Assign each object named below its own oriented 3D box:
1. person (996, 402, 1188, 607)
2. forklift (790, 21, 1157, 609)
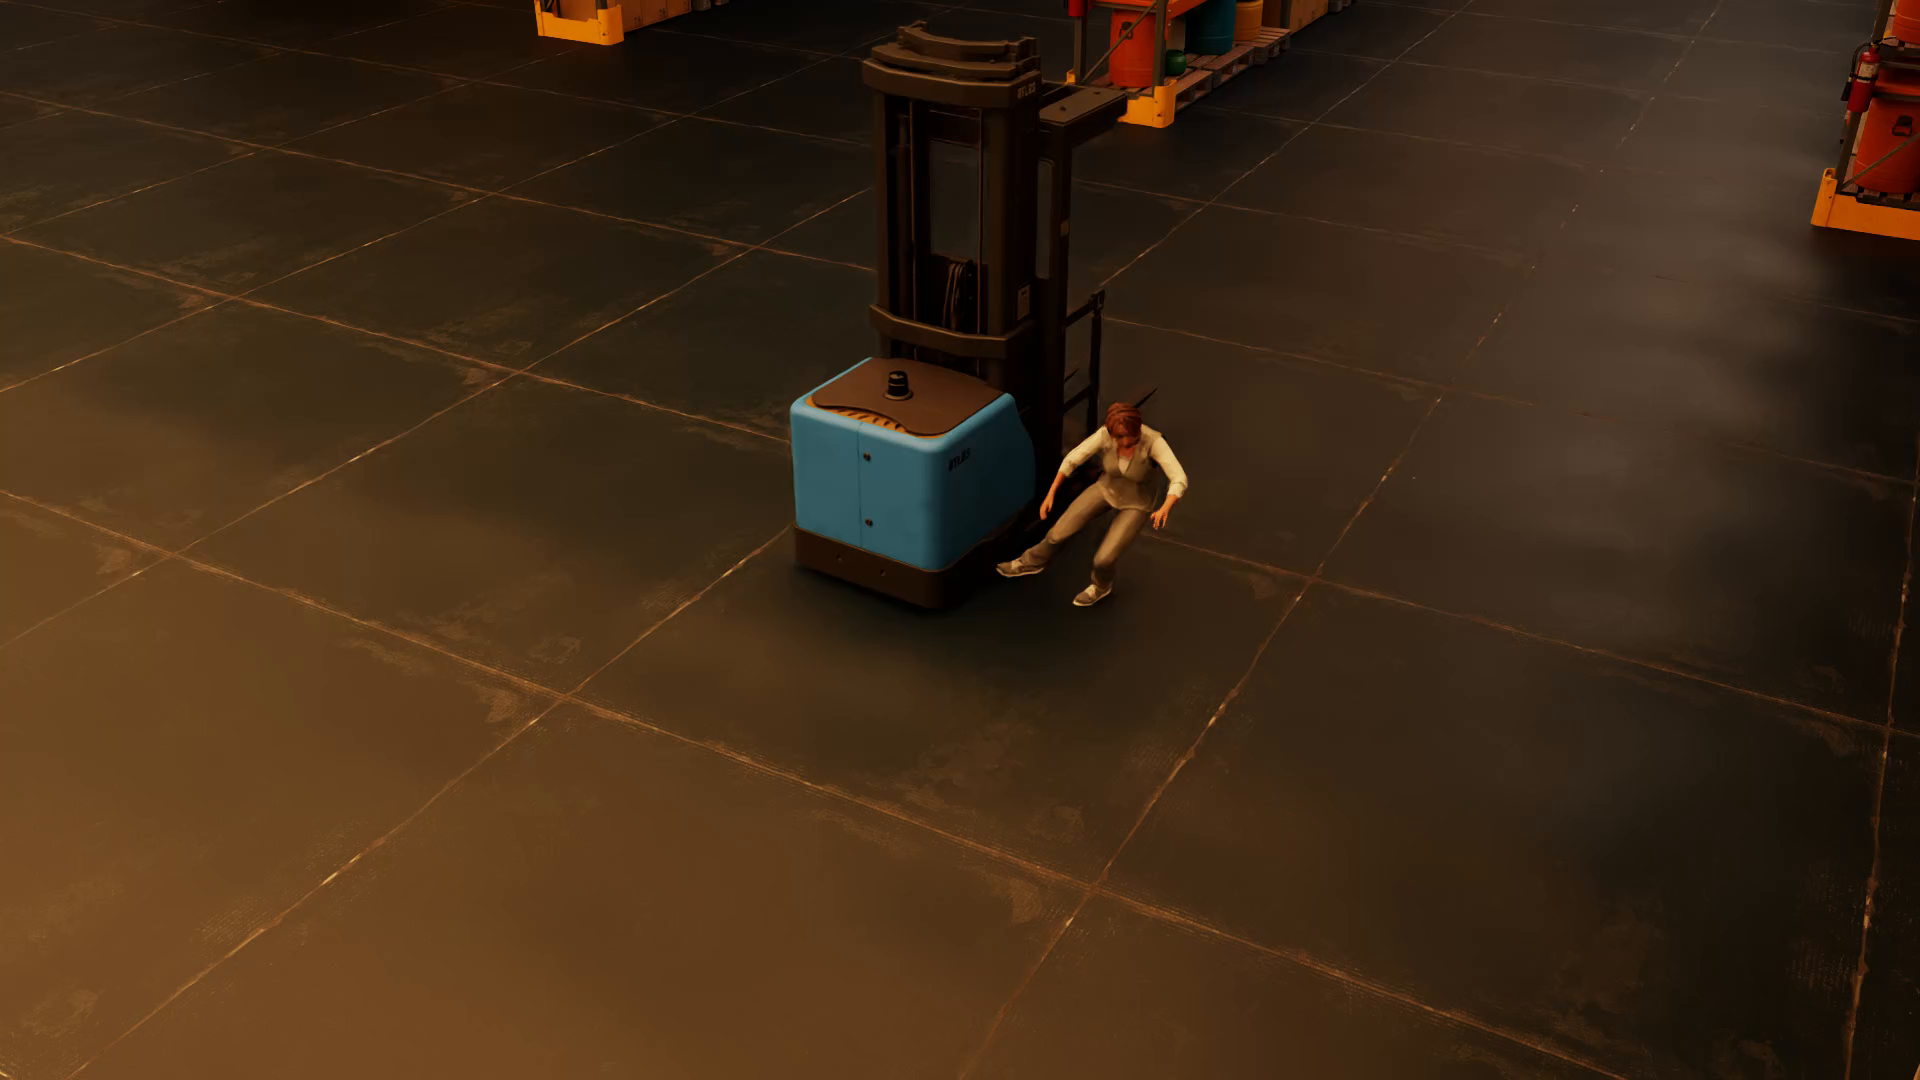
[{"bbox_3d":[0.683,-0.152,8.942,1.127,1.355,0.833,12,32,20],"label":"person"},{"bbox_3d":[0.258,-1.586,9.818,1.130,2.935,3.031,18,34,28],"label":"forklift"}]
